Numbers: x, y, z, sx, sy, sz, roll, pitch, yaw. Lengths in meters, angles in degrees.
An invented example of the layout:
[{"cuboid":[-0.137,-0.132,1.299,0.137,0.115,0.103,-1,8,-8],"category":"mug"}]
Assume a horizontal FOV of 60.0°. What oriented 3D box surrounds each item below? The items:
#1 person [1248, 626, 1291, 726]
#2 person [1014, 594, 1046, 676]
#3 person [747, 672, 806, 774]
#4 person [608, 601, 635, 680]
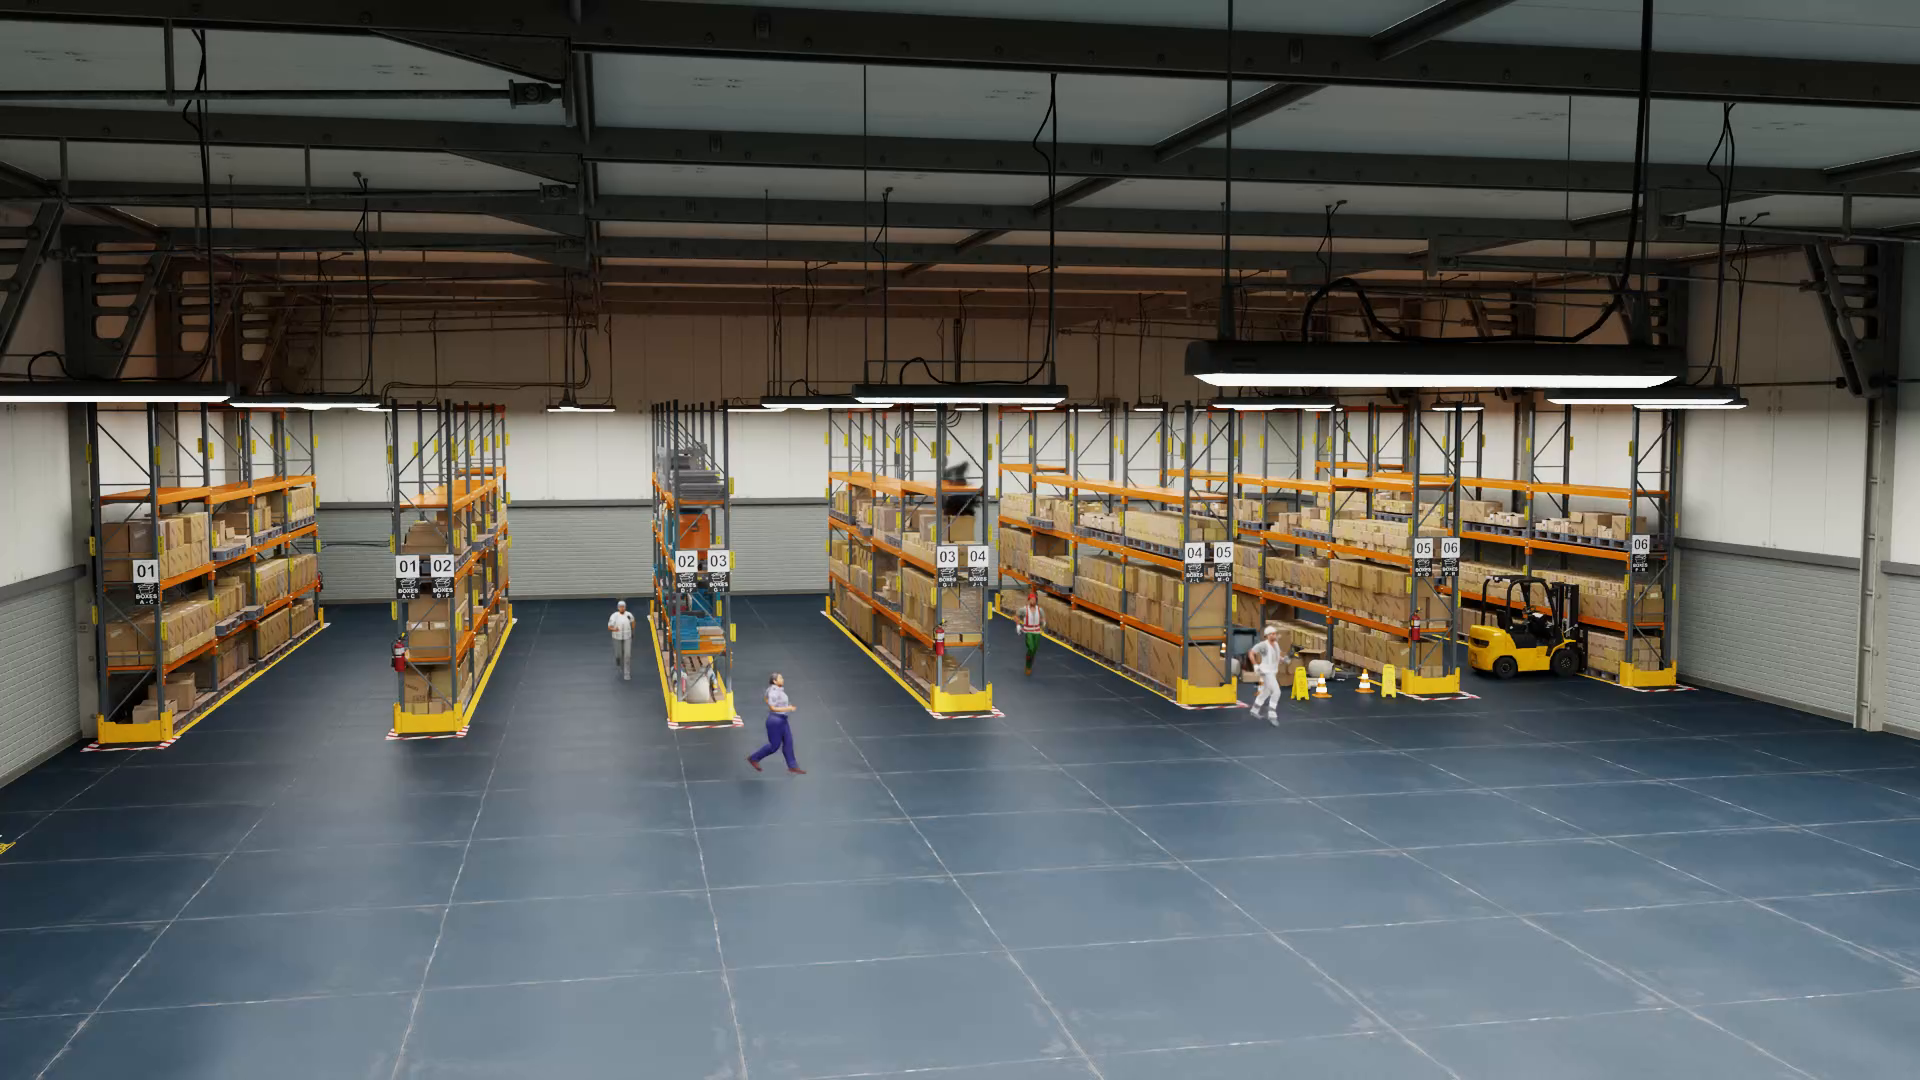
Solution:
[{"cuboid":[5.737,2.515,30.867,0.787,1.844,0.636,3,5,36],"category":"person"},{"cuboid":[1.600,2.082,36.657,0.642,1.816,0.734,-2,5,-22],"category":"person"},{"cuboid":[-2.905,2.905,26.320,0.925,1.646,0.606,0,4,4],"category":"person"},{"cuboid":[-7.338,2.157,36.133,0.606,1.666,0.924,-1,5,-17],"category":"person"}]
